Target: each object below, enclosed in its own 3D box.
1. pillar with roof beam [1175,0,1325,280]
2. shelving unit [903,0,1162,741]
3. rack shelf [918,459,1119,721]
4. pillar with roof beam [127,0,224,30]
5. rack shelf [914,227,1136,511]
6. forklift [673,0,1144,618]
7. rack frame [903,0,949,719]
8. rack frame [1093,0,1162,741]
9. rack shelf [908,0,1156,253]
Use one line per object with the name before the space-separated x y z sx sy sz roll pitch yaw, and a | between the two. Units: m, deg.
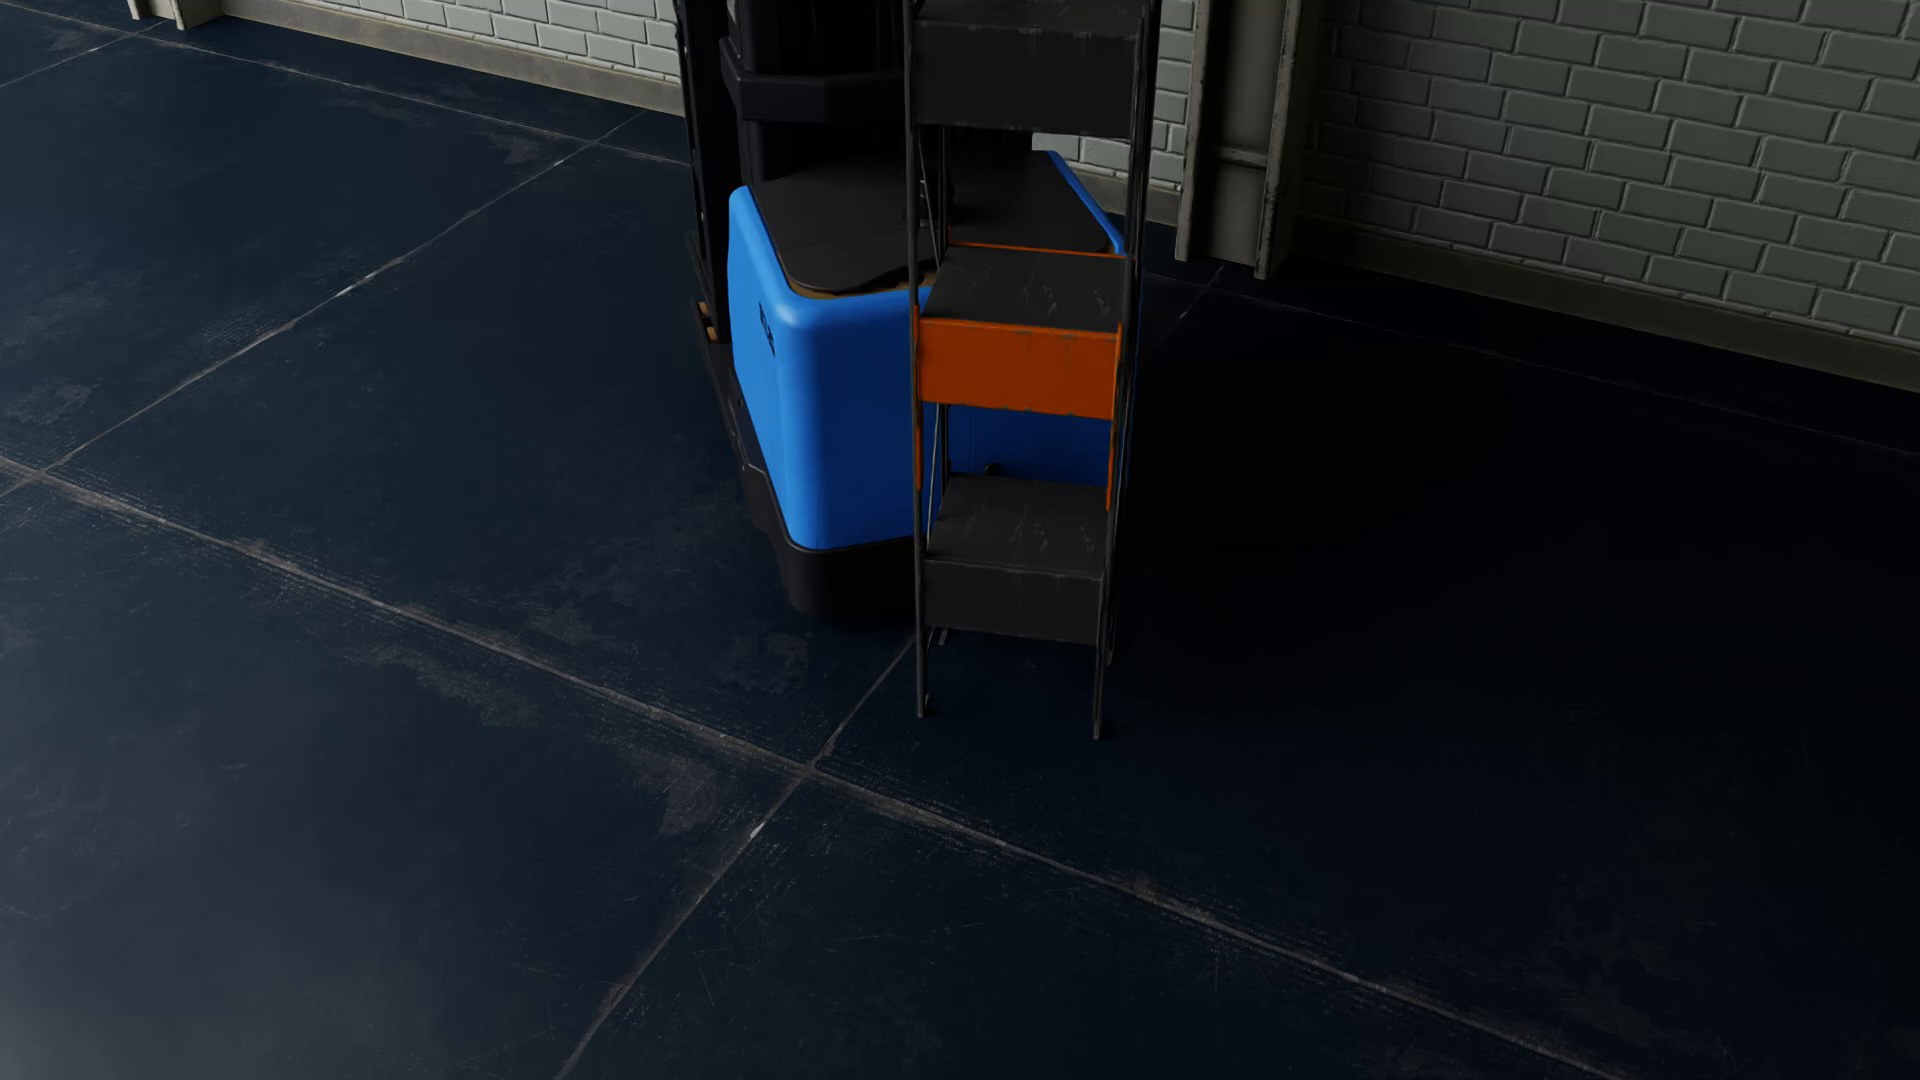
pillar with roof beam | -0.863 -2.442 1.024 0.400 9.000 9.100 17 41 21
shelving unit | 0.166 -0.435 4.087 0.503 2.100 0.431 6 38 8
rack shelf | 0.166 0.133 4.518 0.480 0.518 0.431 6 38 8
pillar with roof beam | -6.191 -4.110 3.222 0.400 9.000 9.100 17 41 21
rack shelf | 0.166 -0.424 4.095 0.480 0.518 0.431 6 38 8
forklift | -0.373 -1.835 5.243 1.130 2.935 3.031 -10 38 -12
rack frame | -0.074 -0.462 4.121 0.015 2.100 0.400 6 38 8
rack frame | 0.406 -0.409 4.052 0.015 2.100 0.400 6 38 8
rack shelf | 0.166 -0.982 3.672 0.480 0.518 0.431 6 38 8
